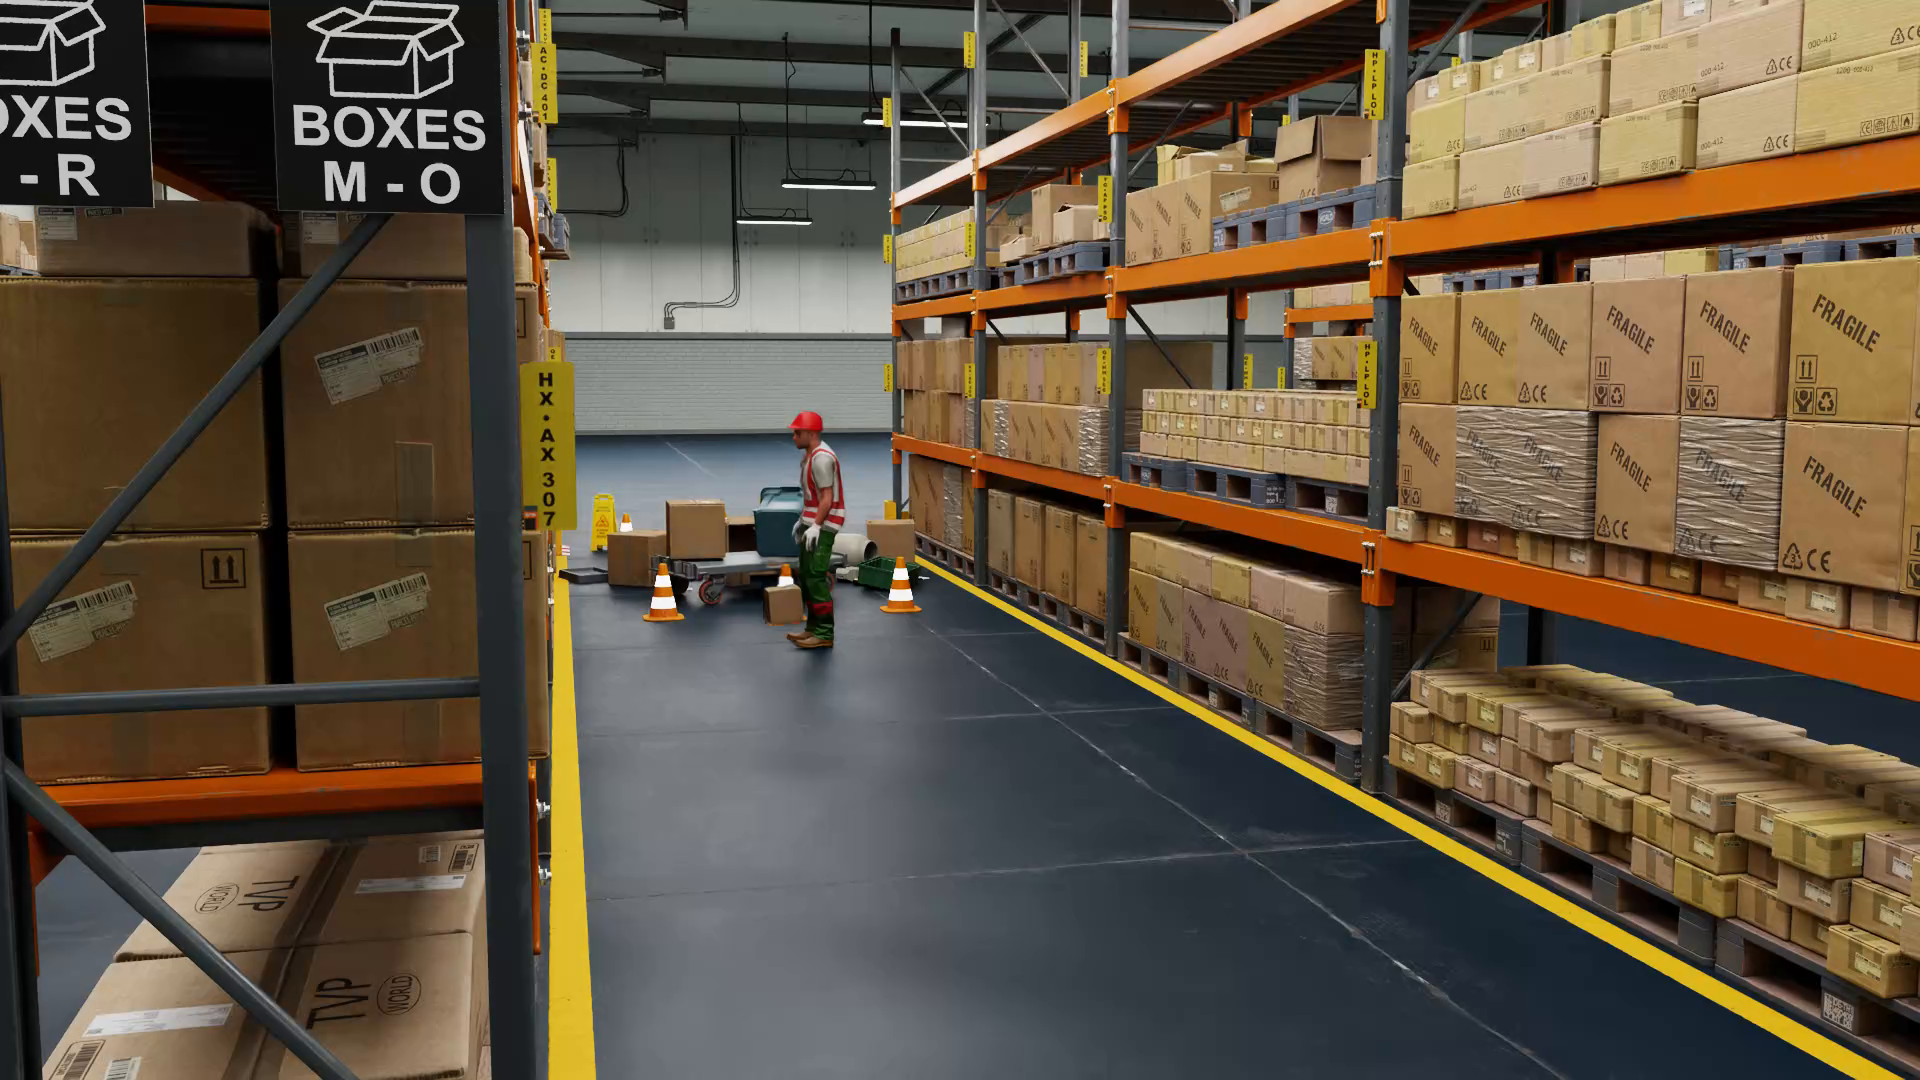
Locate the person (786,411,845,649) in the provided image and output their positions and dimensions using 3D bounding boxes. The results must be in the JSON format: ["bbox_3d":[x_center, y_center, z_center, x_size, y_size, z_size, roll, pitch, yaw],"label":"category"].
[{"bbox_3d":[-1.100,-0.082,12.585,0.431,1.782,0.563,-2,6,-15],"label":"person"}]
